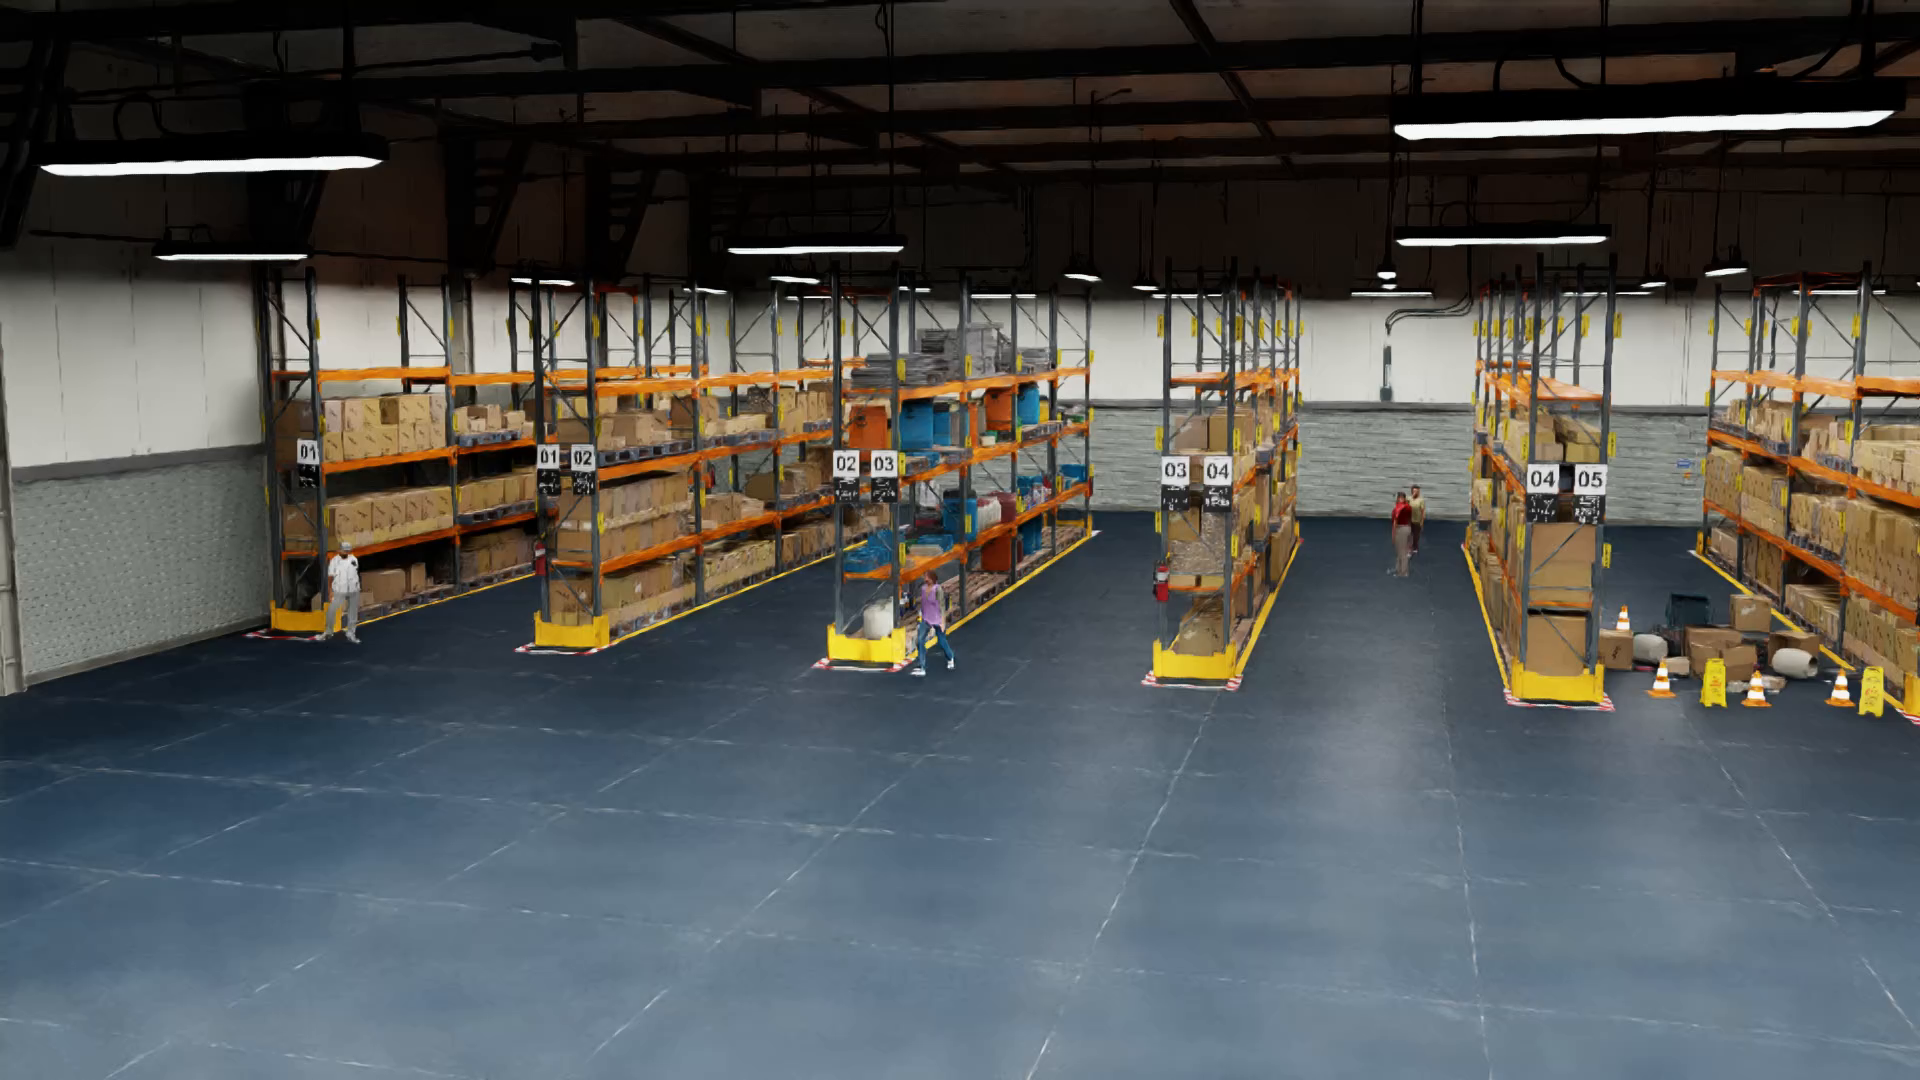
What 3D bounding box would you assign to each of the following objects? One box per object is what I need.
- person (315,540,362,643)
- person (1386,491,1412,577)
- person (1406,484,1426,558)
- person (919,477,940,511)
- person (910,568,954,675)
[{"bbox_3d":[-9.934,0.827,26.555,0.715,1.657,0.531,-4,8,-29],"label":"person"},{"bbox_3d":[8.915,-0.142,33.744,0.592,1.719,0.668,5,9,37],"label":"person"},{"bbox_3d":[9.995,-0.434,36.541,0.446,1.591,1.106,2,7,12],"label":"person"},{"bbox_3d":[-0.722,-0.855,39.469,0.555,1.725,1.029,2,7,14],"label":"person"},{"bbox_3d":[-0.358,1.163,24.197,0.440,1.542,0.848,5,9,32],"label":"person"}]
